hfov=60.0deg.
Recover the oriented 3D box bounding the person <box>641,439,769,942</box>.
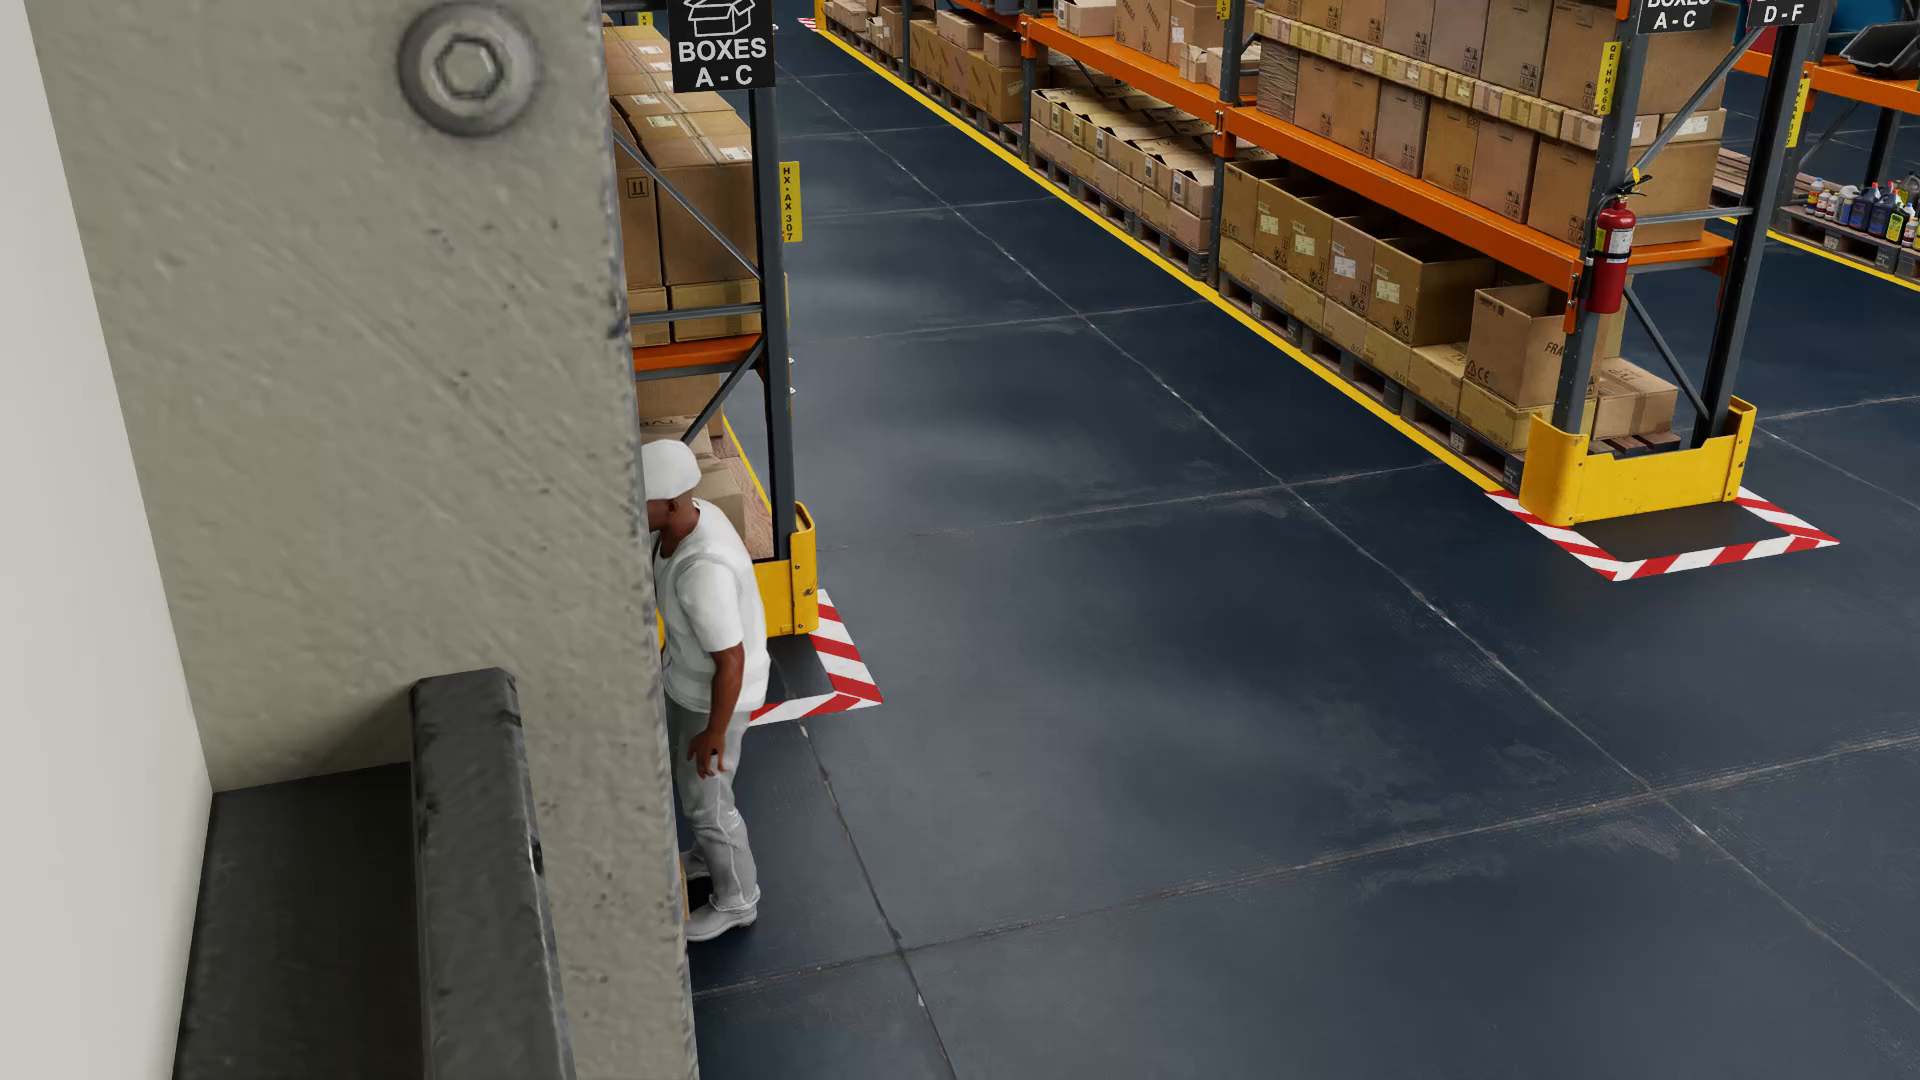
[{"bbox_3d":[-0.855,0.477,5.359,0.455,1.761,0.637,-9,28,-18],"label":"person"}]
